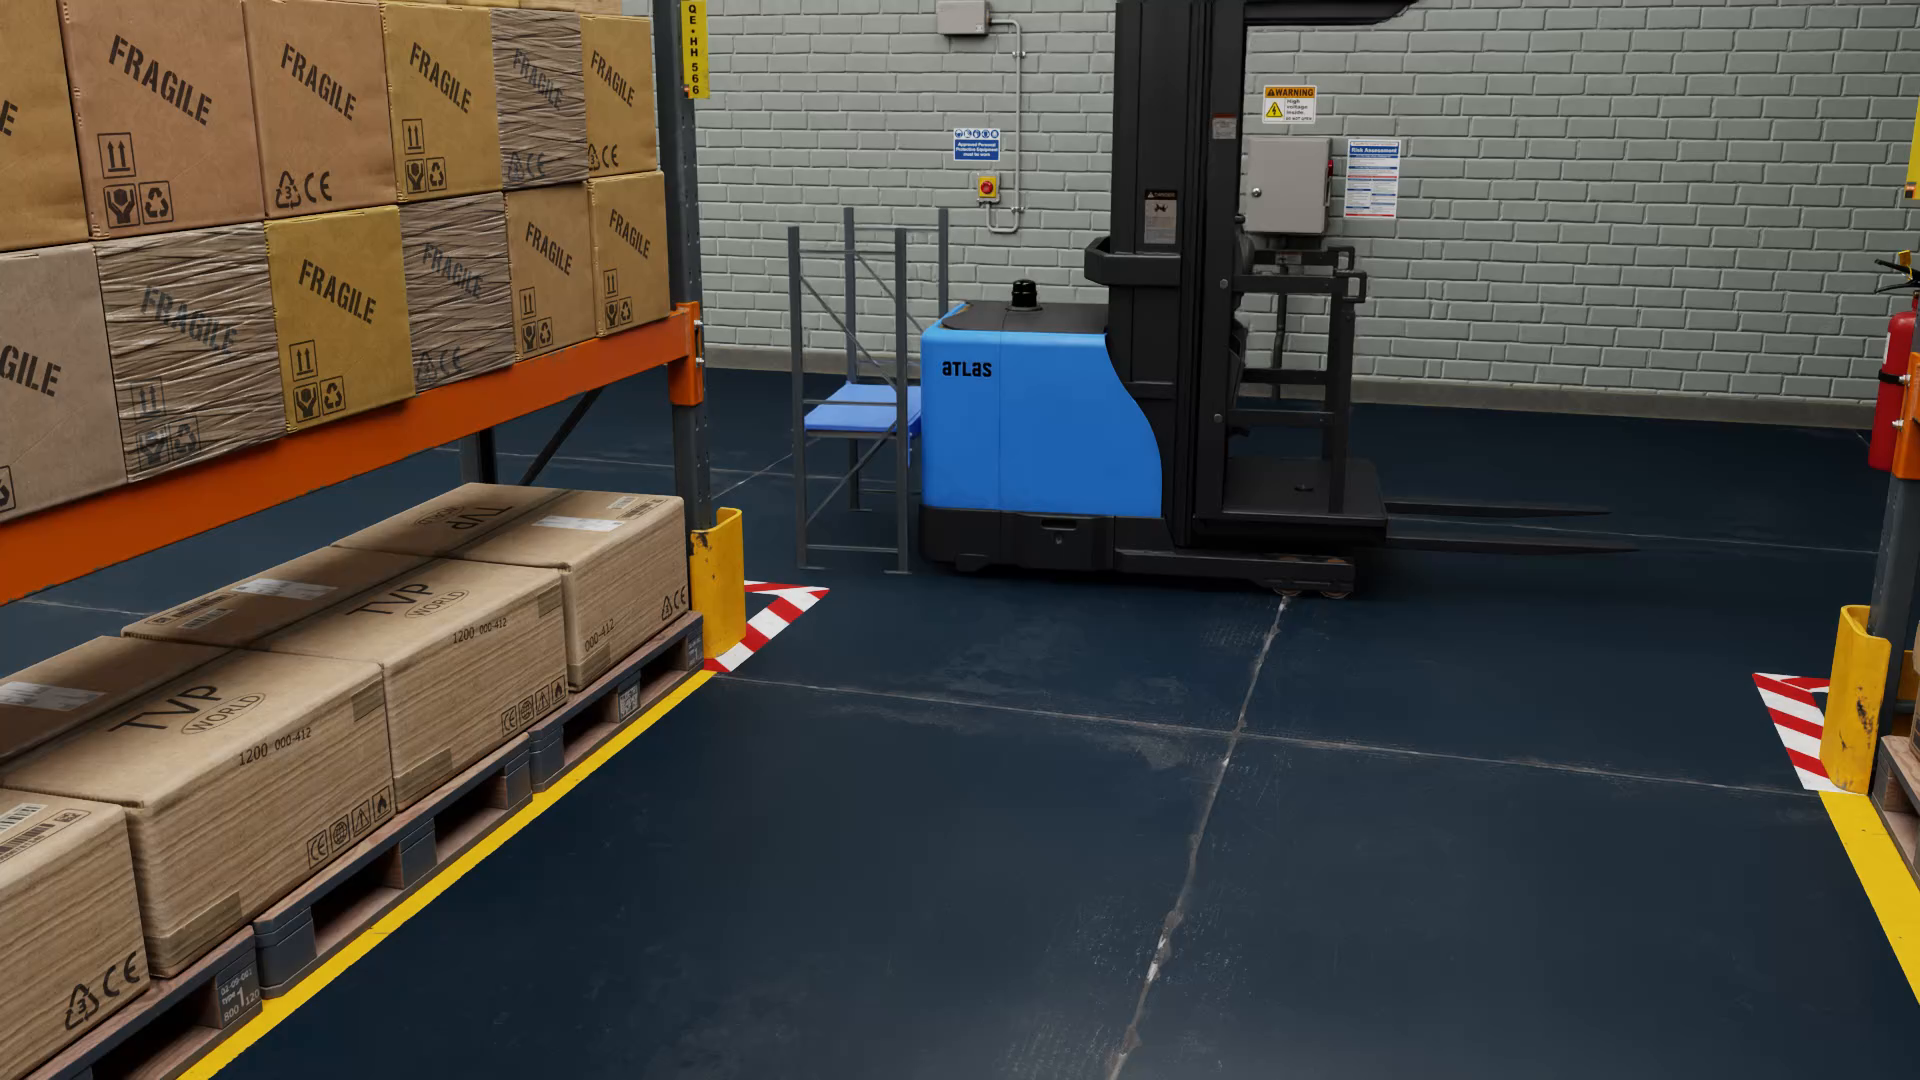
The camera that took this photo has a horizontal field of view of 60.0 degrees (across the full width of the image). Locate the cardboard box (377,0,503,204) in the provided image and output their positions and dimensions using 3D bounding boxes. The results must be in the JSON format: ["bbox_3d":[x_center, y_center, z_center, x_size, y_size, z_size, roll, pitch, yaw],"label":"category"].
[{"bbox_3d":[-1.610,-1.190,4.514,0.500,0.500,0.500,5,16,16],"label":"cardboard box"}]

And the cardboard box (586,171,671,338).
[{"bbox_3d":[-1.320,-0.975,5.588,0.500,0.500,0.500,5,17,16],"label":"cardboard box"}]

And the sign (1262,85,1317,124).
[{"bbox_3d":[2.121,-2.806,10.711,0.339,0.242,0.001,5,16,16],"label":"sign"}]

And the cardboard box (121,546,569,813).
[{"bbox_3d":[-1.781,0.377,4.929,0.875,0.438,0.875,5,17,17],"label":"cardboard box"}]

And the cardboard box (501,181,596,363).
[{"bbox_3d":[-1.477,-0.845,5.129,0.500,0.500,0.500,4,16,15],"label":"cardboard box"}]

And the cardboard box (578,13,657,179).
[{"bbox_3d":[-1.346,-1.459,5.459,0.500,0.500,0.500,5,17,18],"label":"cardboard box"}]

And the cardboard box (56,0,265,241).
[{"bbox_3d":[-1.900,-0.927,3.586,0.500,0.500,0.500,5,17,17],"label":"cardboard box"}]

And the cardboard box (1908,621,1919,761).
[{"bbox_3d":[3.058,0.462,4.510,0.797,0.503,0.637,4,16,14],"label":"cardboard box"}]

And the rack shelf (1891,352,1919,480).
[{"bbox_3d":[2.755,0.179,3.019,1.077,0.370,4.000,5,16,16],"label":"rack shelf"}]

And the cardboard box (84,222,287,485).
[{"bbox_3d":[-1.895,-0.439,3.697,0.500,0.500,0.500,5,17,16],"label":"cardboard box"}]

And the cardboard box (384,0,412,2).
[{"bbox_3d":[-1.657,-1.468,4.303,0.380,0.149,0.250,5,17,17],"label":"cardboard box"}]

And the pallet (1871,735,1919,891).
[{"bbox_3d":[3.076,0.880,4.340,1.003,0.211,1.213,5,16,16],"label":"pallet"}]

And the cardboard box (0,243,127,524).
[{"bbox_3d":[-2.042,-0.309,3.240,0.500,0.500,0.500,5,17,16],"label":"cardboard box"}]

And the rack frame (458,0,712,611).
[{"bbox_3d":[-1.437,-1.074,6.119,1.000,3.000,0.127,5,16,16],"label":"rack frame"}]

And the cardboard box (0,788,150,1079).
[{"bbox_3d":[-2.292,0.847,3.271,0.875,0.438,0.875,4,16,15],"label":"cardboard box"}]

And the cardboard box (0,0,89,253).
[{"bbox_3d":[-2.057,-0.794,3.116,0.500,0.500,0.500,4,16,15],"label":"cardboard box"}]

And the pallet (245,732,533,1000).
[{"bbox_3d":[-1.938,0.801,4.619,1.003,0.211,1.213,5,16,16],"label":"pallet"}]

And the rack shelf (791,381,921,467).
[{"bbox_3d":[-0.389,-0.548,7.670,0.538,0.185,1.000,3,16,9],"label":"rack shelf"}]

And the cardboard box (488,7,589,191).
[{"bbox_3d":[-1.466,-1.320,4.969,0.500,0.500,0.500,5,16,16],"label":"cardboard box"}]

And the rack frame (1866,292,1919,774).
[{"bbox_3d":[3.323,-0.690,4.765,1.000,3.000,0.127,5,16,16],"label":"rack frame"}]

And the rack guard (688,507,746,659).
[{"bbox_3d":[-1.430,0.122,6.482,1.175,0.500,0.348,5,16,16],"label":"rack guard"}]

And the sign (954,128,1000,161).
[{"bbox_3d":[0.114,-2.701,11.359,0.327,0.218,0.001,5,16,16],"label":"sign"}]

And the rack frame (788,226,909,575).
[{"bbox_3d":[-0.472,-0.584,7.139,0.500,1.500,0.032,3,16,9],"label":"rack frame"}]

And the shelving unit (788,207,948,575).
[{"bbox_3d":[-0.389,-0.721,7.621,0.538,1.500,1.048,3,16,9],"label":"shelving unit"}]

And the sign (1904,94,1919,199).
[{"bbox_3d":[2.803,-1.149,4.795,0.100,0.325,0.005,5,16,16],"label":"sign"}]

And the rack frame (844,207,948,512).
[{"bbox_3d":[-0.305,-0.857,8.104,0.500,1.500,0.032,3,16,9],"label":"rack frame"}]

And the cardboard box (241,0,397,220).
[{"bbox_3d":[-1.755,-1.059,4.050,0.500,0.500,0.500,5,16,15],"label":"cardboard box"}]

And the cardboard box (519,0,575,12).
[{"bbox_3d":[-1.389,-1.663,4.993,0.380,0.149,0.250,4,16,15],"label":"cardboard box"}]

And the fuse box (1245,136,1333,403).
[{"bbox_3d":[2.116,-1.730,10.793,0.539,1.711,0.414,5,16,16],"label":"fuse box"}]

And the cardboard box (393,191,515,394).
[{"bbox_3d":[-1.614,-0.710,4.652,0.500,0.500,0.500,5,17,17],"label":"cardboard box"}]

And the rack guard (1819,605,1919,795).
[{"bbox_3d":[3.301,0.532,5.036,1.175,0.500,0.348,5,16,16],"label":"rack guard"}]

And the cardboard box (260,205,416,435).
[{"bbox_3d":[-1.748,-0.574,4.172,0.500,0.500,0.500,5,17,18],"label":"cardboard box"}]

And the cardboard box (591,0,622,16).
[{"bbox_3d":[-1.347,-1.806,5.495,0.380,0.149,0.250,5,17,17],"label":"cardboard box"}]

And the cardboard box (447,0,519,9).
[{"bbox_3d":[-1.500,-1.601,4.772,0.380,0.149,0.250,5,17,17],"label":"cardboard box"}]

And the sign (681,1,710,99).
[{"bbox_3d":[-0.921,-1.699,5.767,0.100,0.325,0.005,5,16,16],"label":"sign"}]

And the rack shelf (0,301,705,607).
[{"bbox_3d":[-2.005,-0.205,4.372,1.077,0.370,4.000,5,16,16],"label":"rack shelf"}]

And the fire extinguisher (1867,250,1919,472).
[{"bbox_3d":[2.922,-0.548,5.089,0.296,0.674,0.183,5,16,16],"label":"fire extinguisher"}]

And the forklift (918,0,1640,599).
[{"bbox_3d":[1.385,-1.320,7.113,3.031,2.935,1.130,3,16,10],"label":"forklift"}]

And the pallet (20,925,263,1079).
[{"bbox_3d":[-2.283,1.121,3.490,1.003,0.211,1.213,5,16,16],"label":"pallet"}]

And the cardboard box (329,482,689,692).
[{"bbox_3d":[-1.529,0.137,5.775,0.875,0.438,0.875,4,16,14],"label":"cardboard box"}]

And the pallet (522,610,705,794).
[{"bbox_3d":[-1.589,0.483,5.741,1.003,0.211,1.213,5,16,16],"label":"pallet"}]

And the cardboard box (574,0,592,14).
[{"bbox_3d":[-1.396,-1.738,5.254,0.380,0.149,0.250,5,17,17],"label":"cardboard box"}]

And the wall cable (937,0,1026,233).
[{"bbox_3d":[0.143,-3.055,11.183,0.585,1.953,0.123,5,16,16],"label":"wall cable"}]

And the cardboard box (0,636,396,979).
[{"bbox_3d":[-2.039,0.613,4.097,0.875,0.438,0.875,4,16,14],"label":"cardboard box"}]

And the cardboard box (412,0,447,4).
[{"bbox_3d":[-1.642,-1.538,4.550,0.380,0.149,0.250,4,16,15],"label":"cardboard box"}]

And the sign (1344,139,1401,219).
[{"bbox_3d":[2.648,-2.320,10.686,0.329,0.494,0.001,5,16,16],"label":"sign"}]
